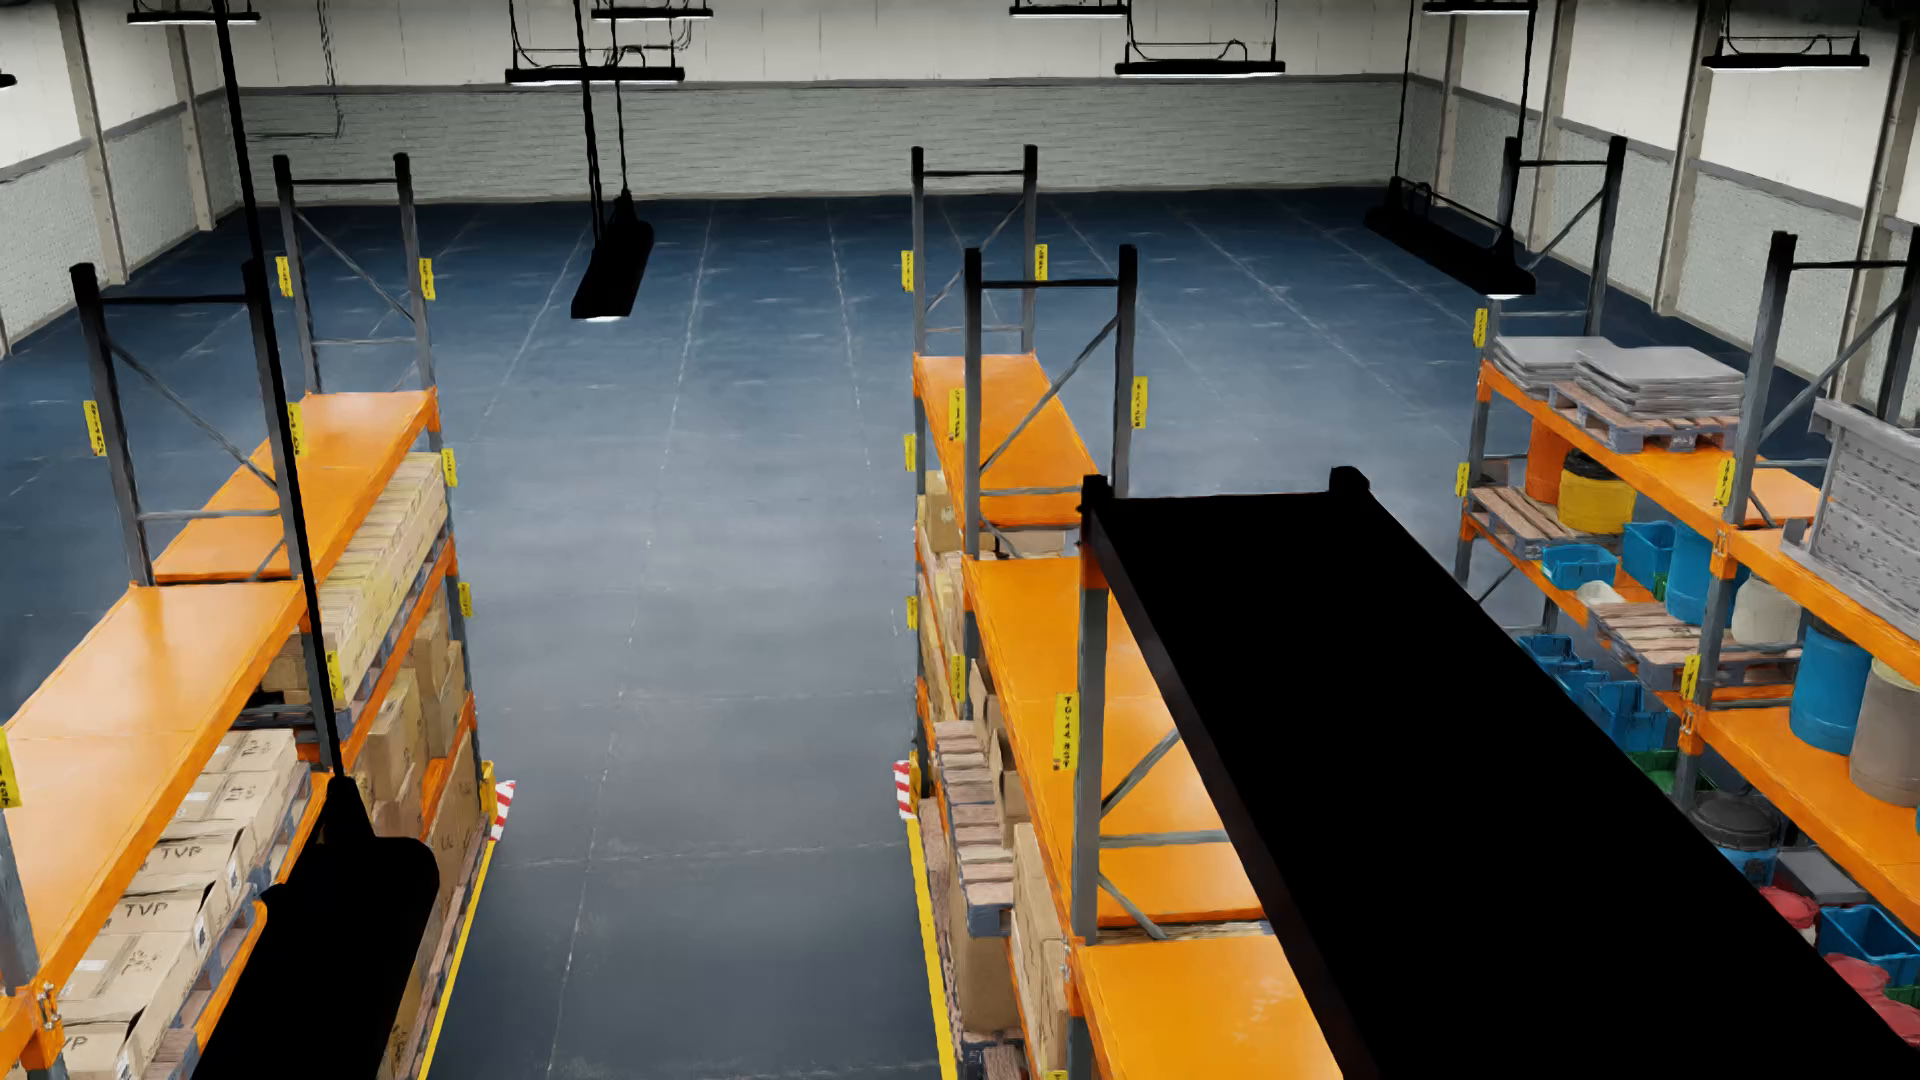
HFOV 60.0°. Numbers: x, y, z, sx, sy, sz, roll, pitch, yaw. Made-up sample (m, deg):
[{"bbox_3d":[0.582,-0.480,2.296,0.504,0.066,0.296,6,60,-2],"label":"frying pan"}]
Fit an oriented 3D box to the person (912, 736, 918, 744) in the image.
[{"bbox_3d":[-0.199,1.144,16.378,0.428,1.725,0.615,6,22,14],"label":"person"}]
